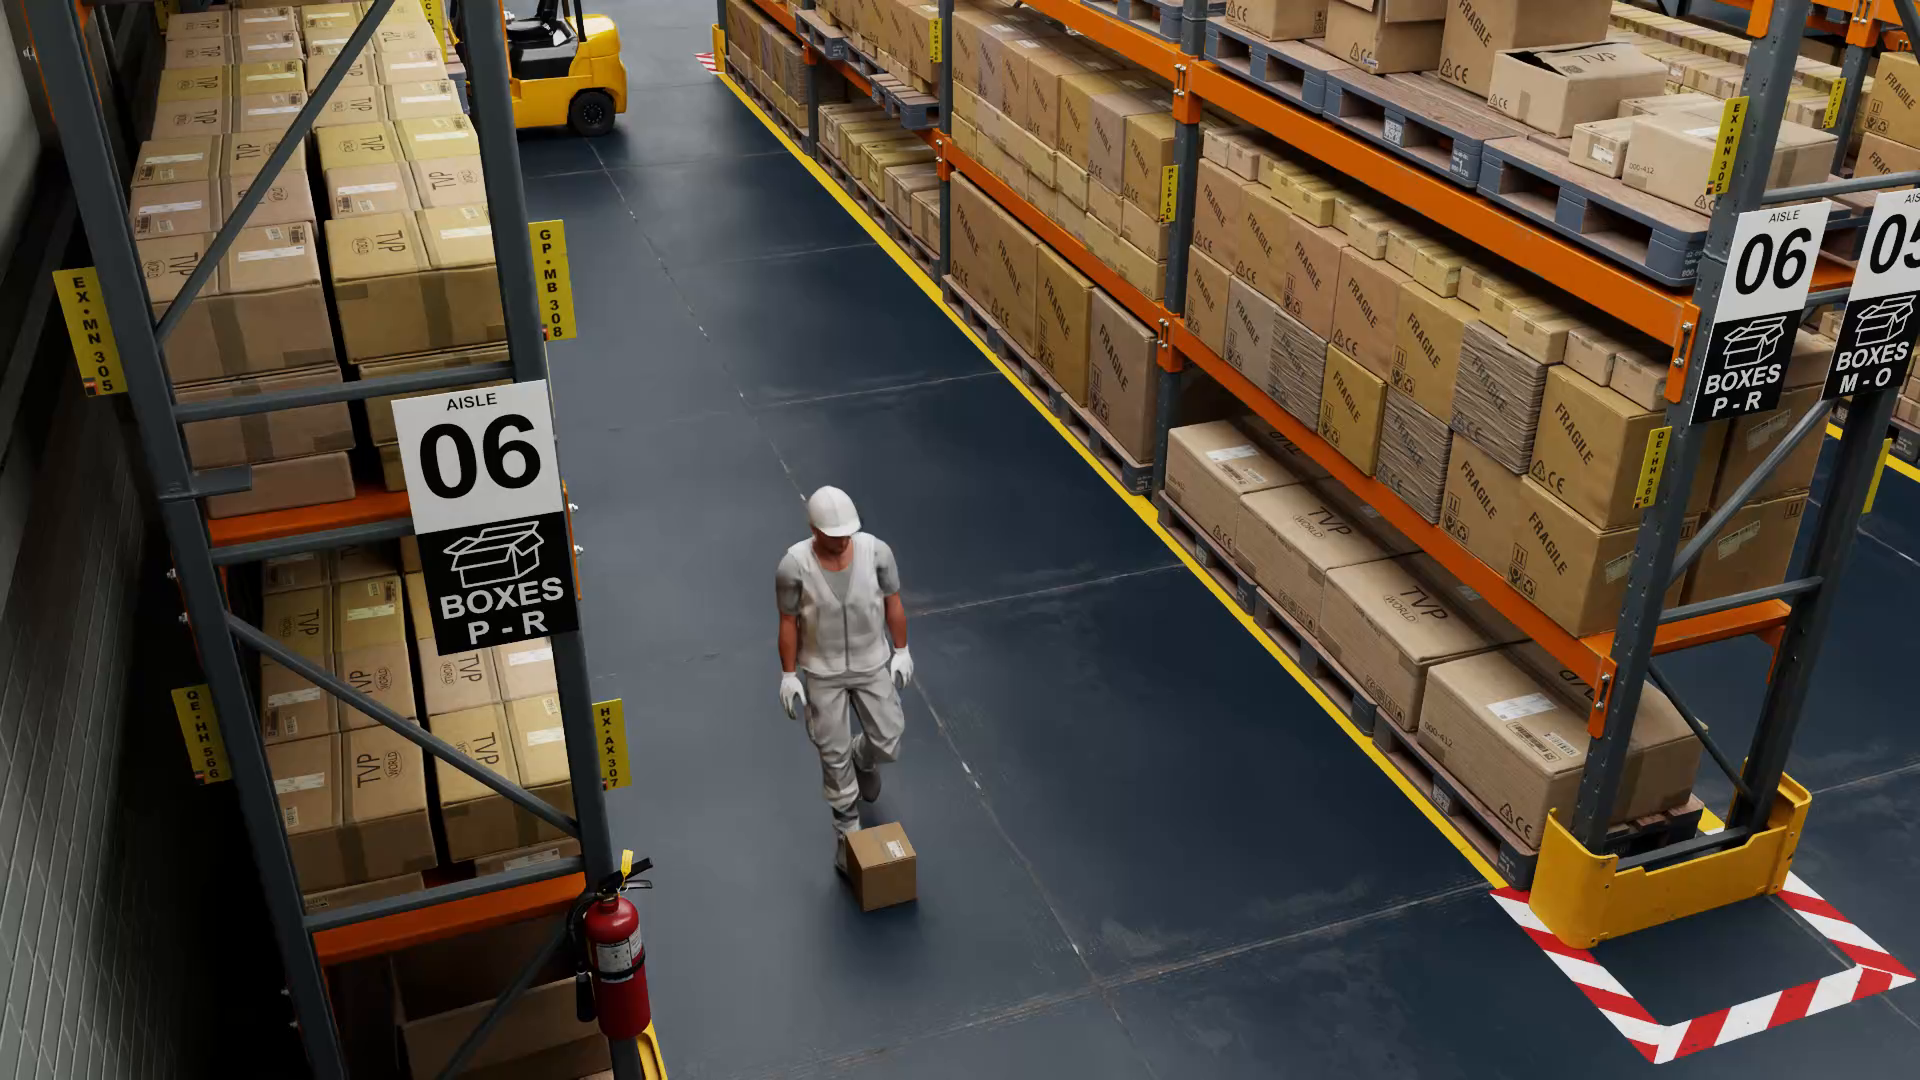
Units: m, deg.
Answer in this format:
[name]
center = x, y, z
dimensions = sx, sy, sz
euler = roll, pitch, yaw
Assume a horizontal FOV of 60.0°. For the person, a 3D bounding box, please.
[person]
center = -0.495, 0.582, 7.321
dimensions = 0.617, 1.765, 0.679
euler = -7, 30, -11
